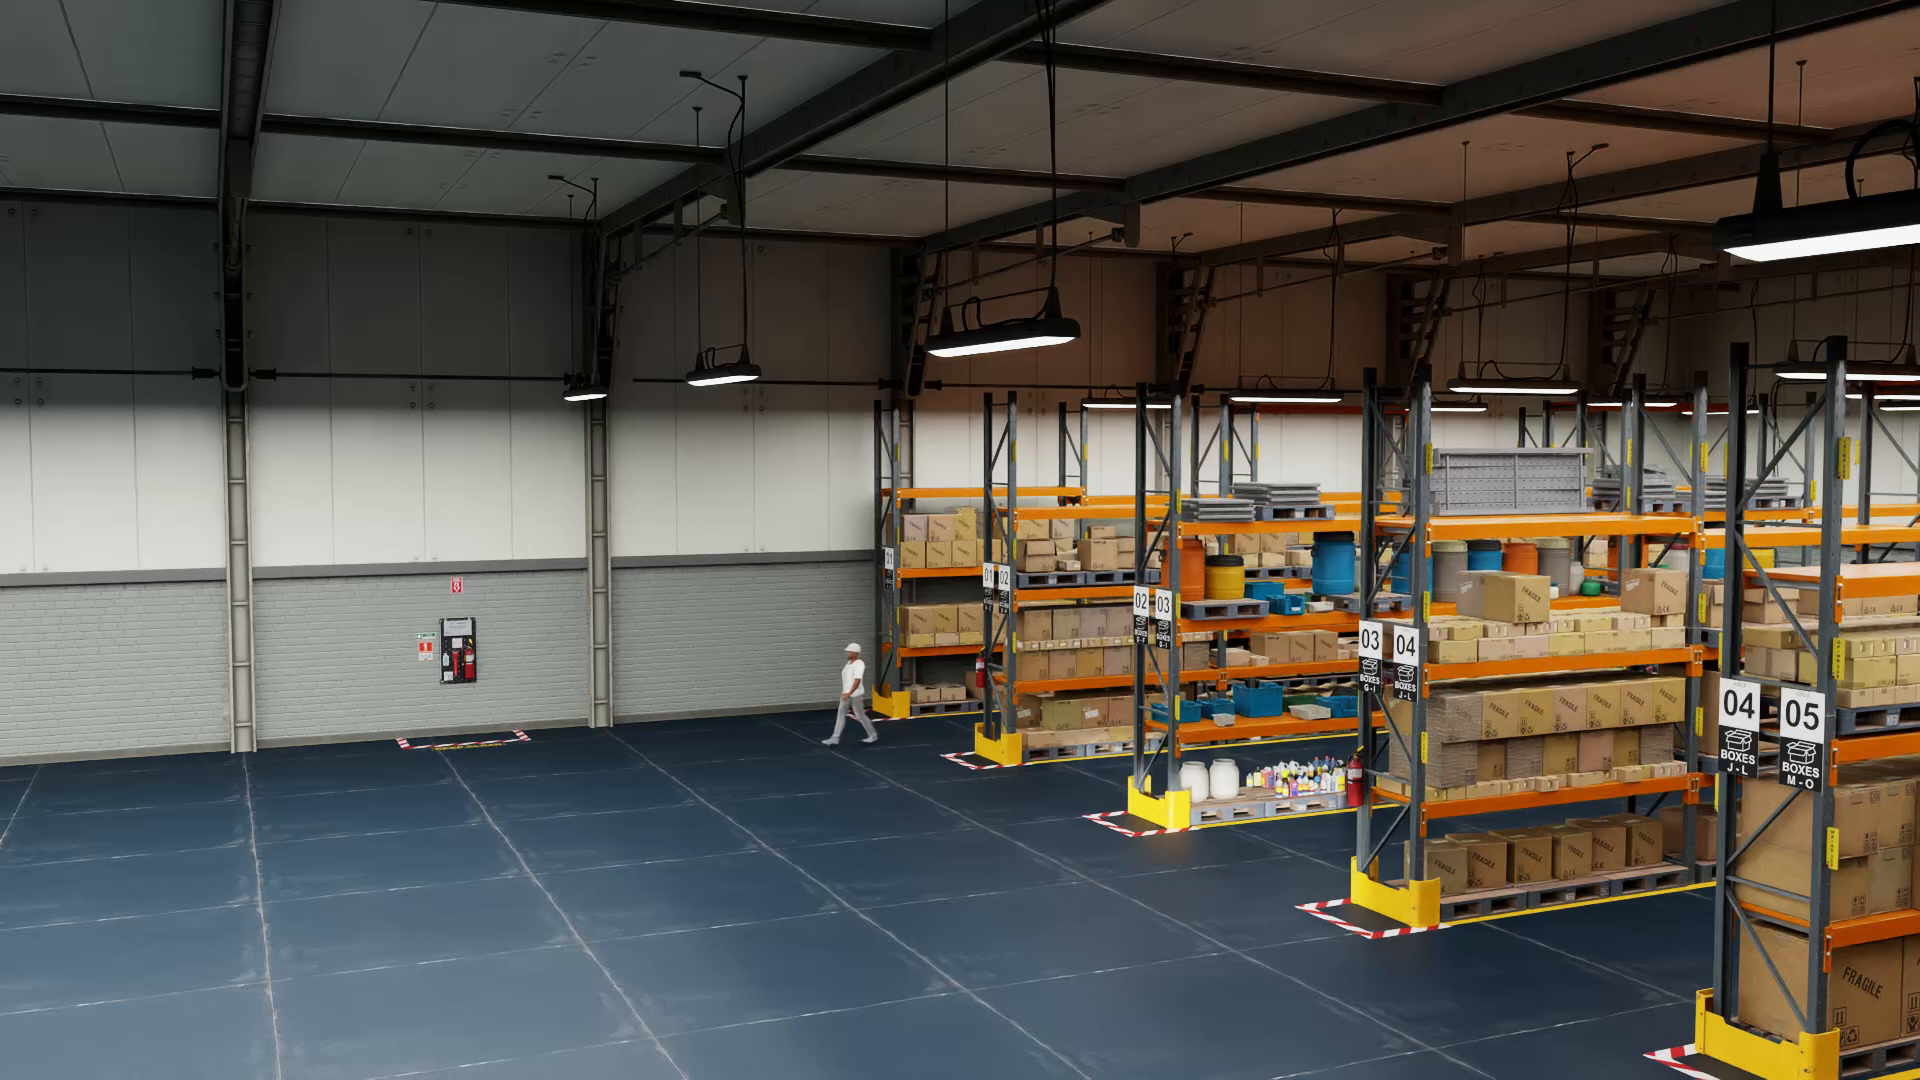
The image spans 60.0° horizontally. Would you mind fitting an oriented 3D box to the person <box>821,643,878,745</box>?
[{"bbox_3d":[-1.876,2.635,28.392,0.976,1.729,0.596,-2,4,-27],"label":"person"}]
